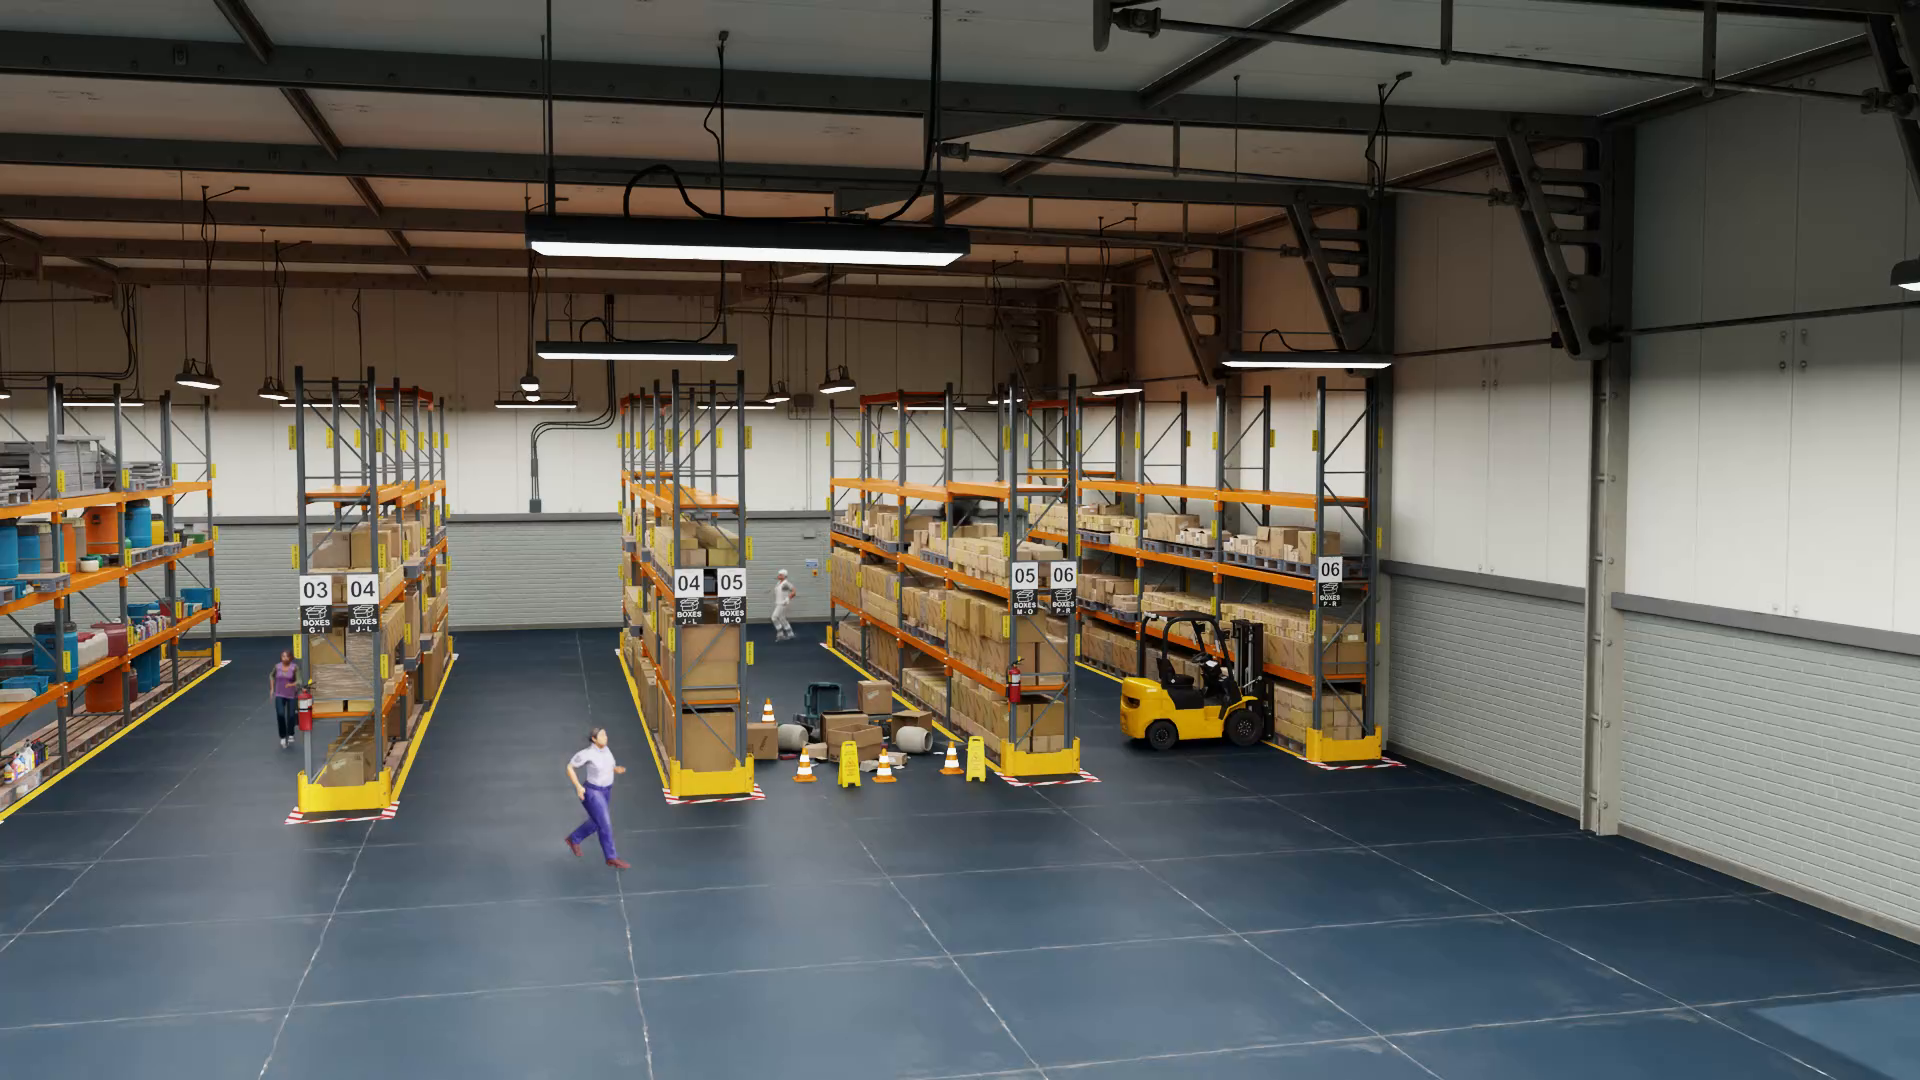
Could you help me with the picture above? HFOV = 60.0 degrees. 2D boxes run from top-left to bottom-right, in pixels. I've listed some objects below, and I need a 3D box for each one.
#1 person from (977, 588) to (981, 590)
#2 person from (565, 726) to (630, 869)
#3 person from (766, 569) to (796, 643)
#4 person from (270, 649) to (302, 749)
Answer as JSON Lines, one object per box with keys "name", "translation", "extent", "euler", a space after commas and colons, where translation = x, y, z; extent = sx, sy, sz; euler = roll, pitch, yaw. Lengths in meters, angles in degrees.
{"name": "person", "translation": [0.454, 1.880, 37.869], "extent": [0.700, 1.761, 0.872], "euler": [-2, 4, -27]}
{"name": "person", "translation": [-4.279, 2.993, 19.508], "extent": [0.936, 1.637, 0.604], "euler": [1, 4, 21]}
{"name": "person", "translation": [-4.447, 1.644, 41.314], "extent": [0.705, 1.824, 0.632], "euler": [-1, 4, -22]}
{"name": "person", "translation": [-10.986, 2.586, 27.107], "extent": [0.499, 1.615, 0.761], "euler": [-1, 4, -20]}
